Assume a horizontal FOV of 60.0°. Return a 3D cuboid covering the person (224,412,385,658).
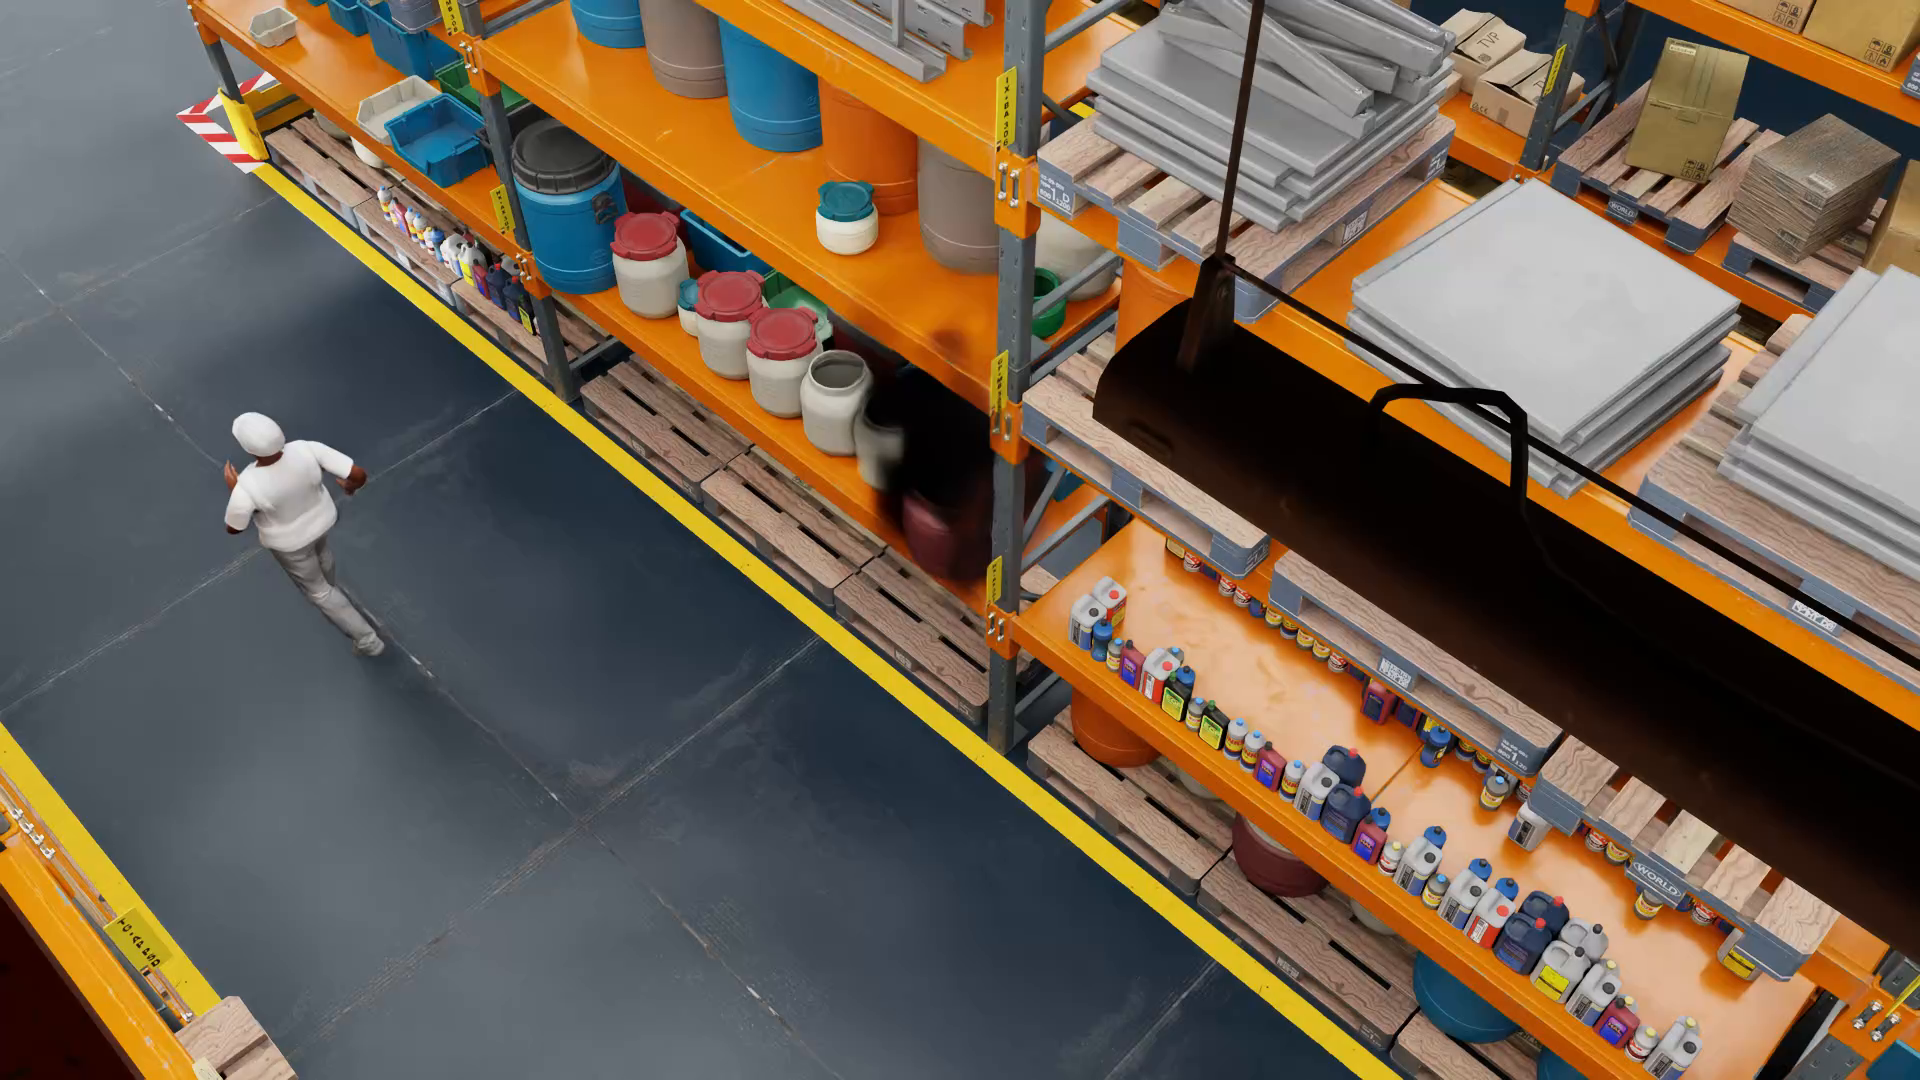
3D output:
[{"bbox_3d":[-3.618,-0.066,9.119,0.946,1.775,0.693,29,56,22],"label":"person"}]
